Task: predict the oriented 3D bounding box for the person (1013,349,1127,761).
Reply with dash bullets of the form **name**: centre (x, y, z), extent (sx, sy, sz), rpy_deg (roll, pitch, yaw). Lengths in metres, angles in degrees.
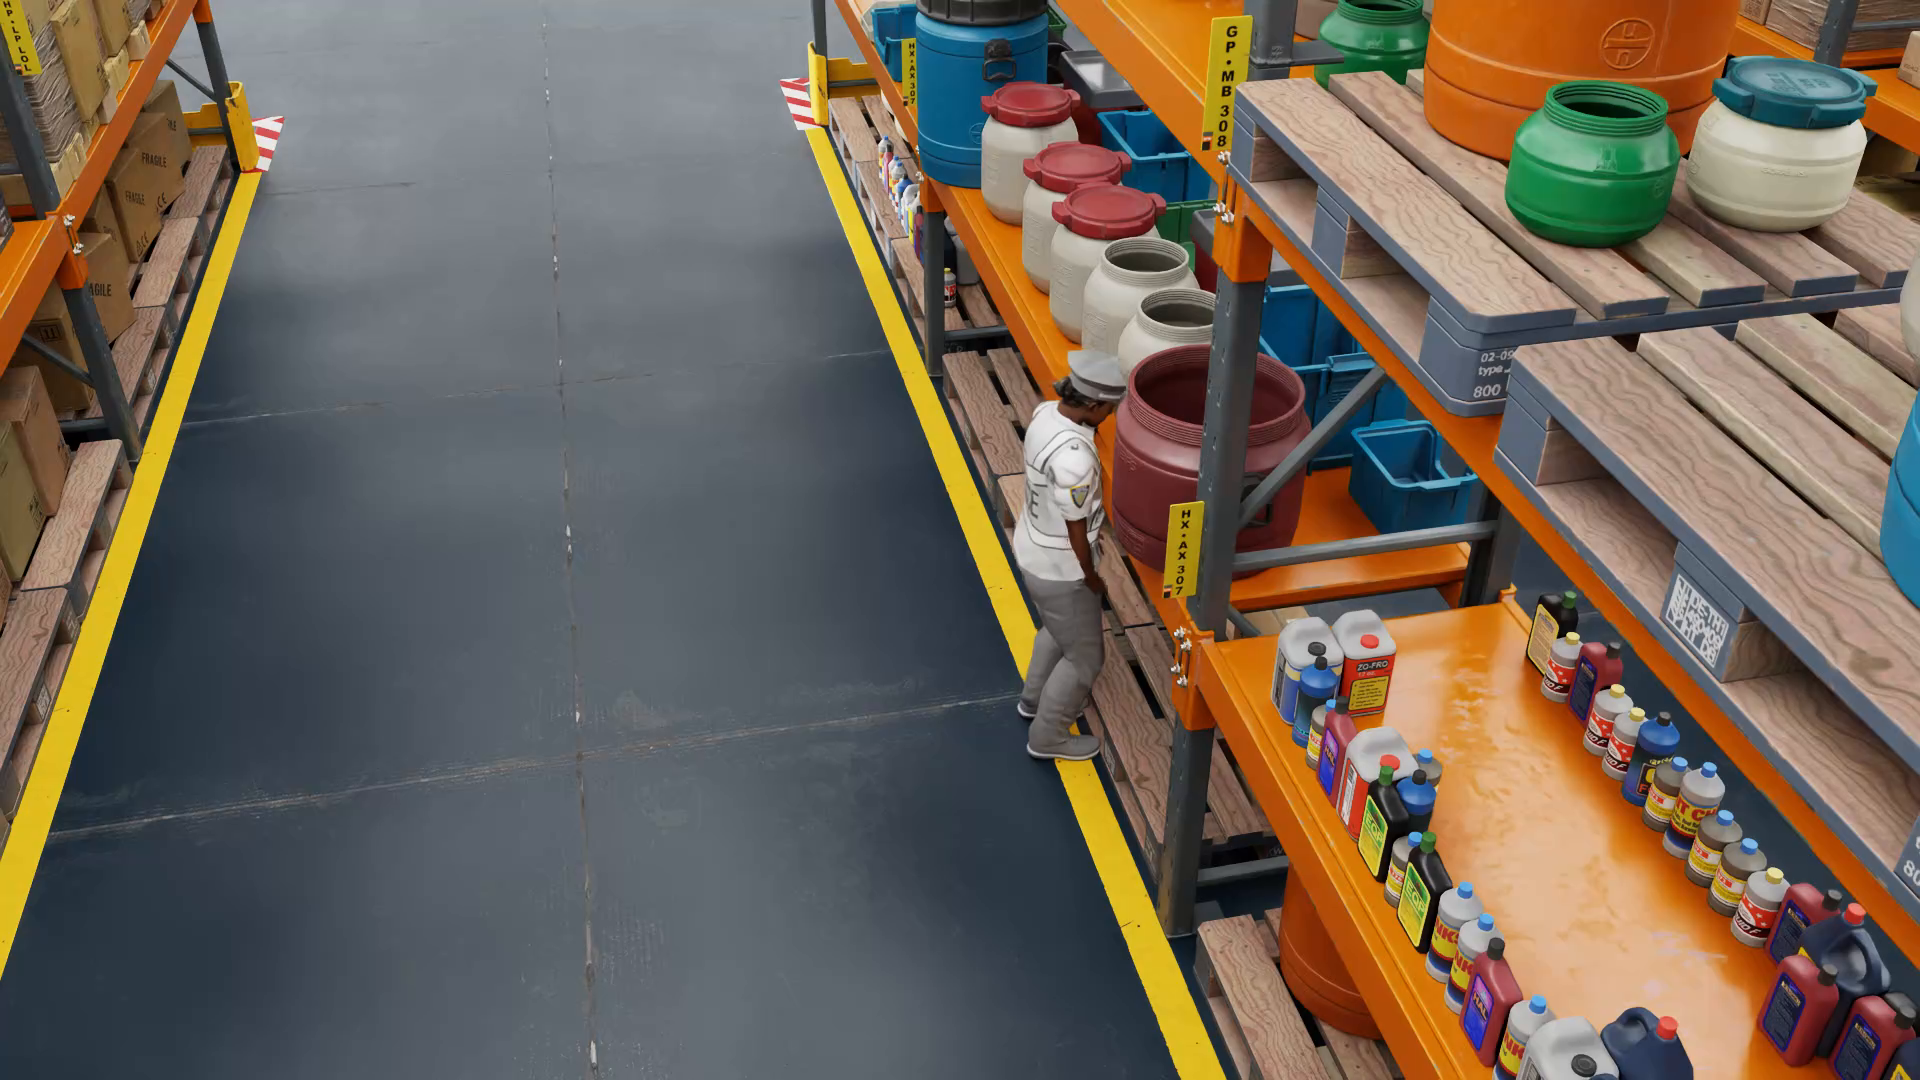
- **person**: centre (0.399, 0.063, 6.086), extent (0.409, 1.637, 0.450), rpy_deg (-3, 35, -5)
